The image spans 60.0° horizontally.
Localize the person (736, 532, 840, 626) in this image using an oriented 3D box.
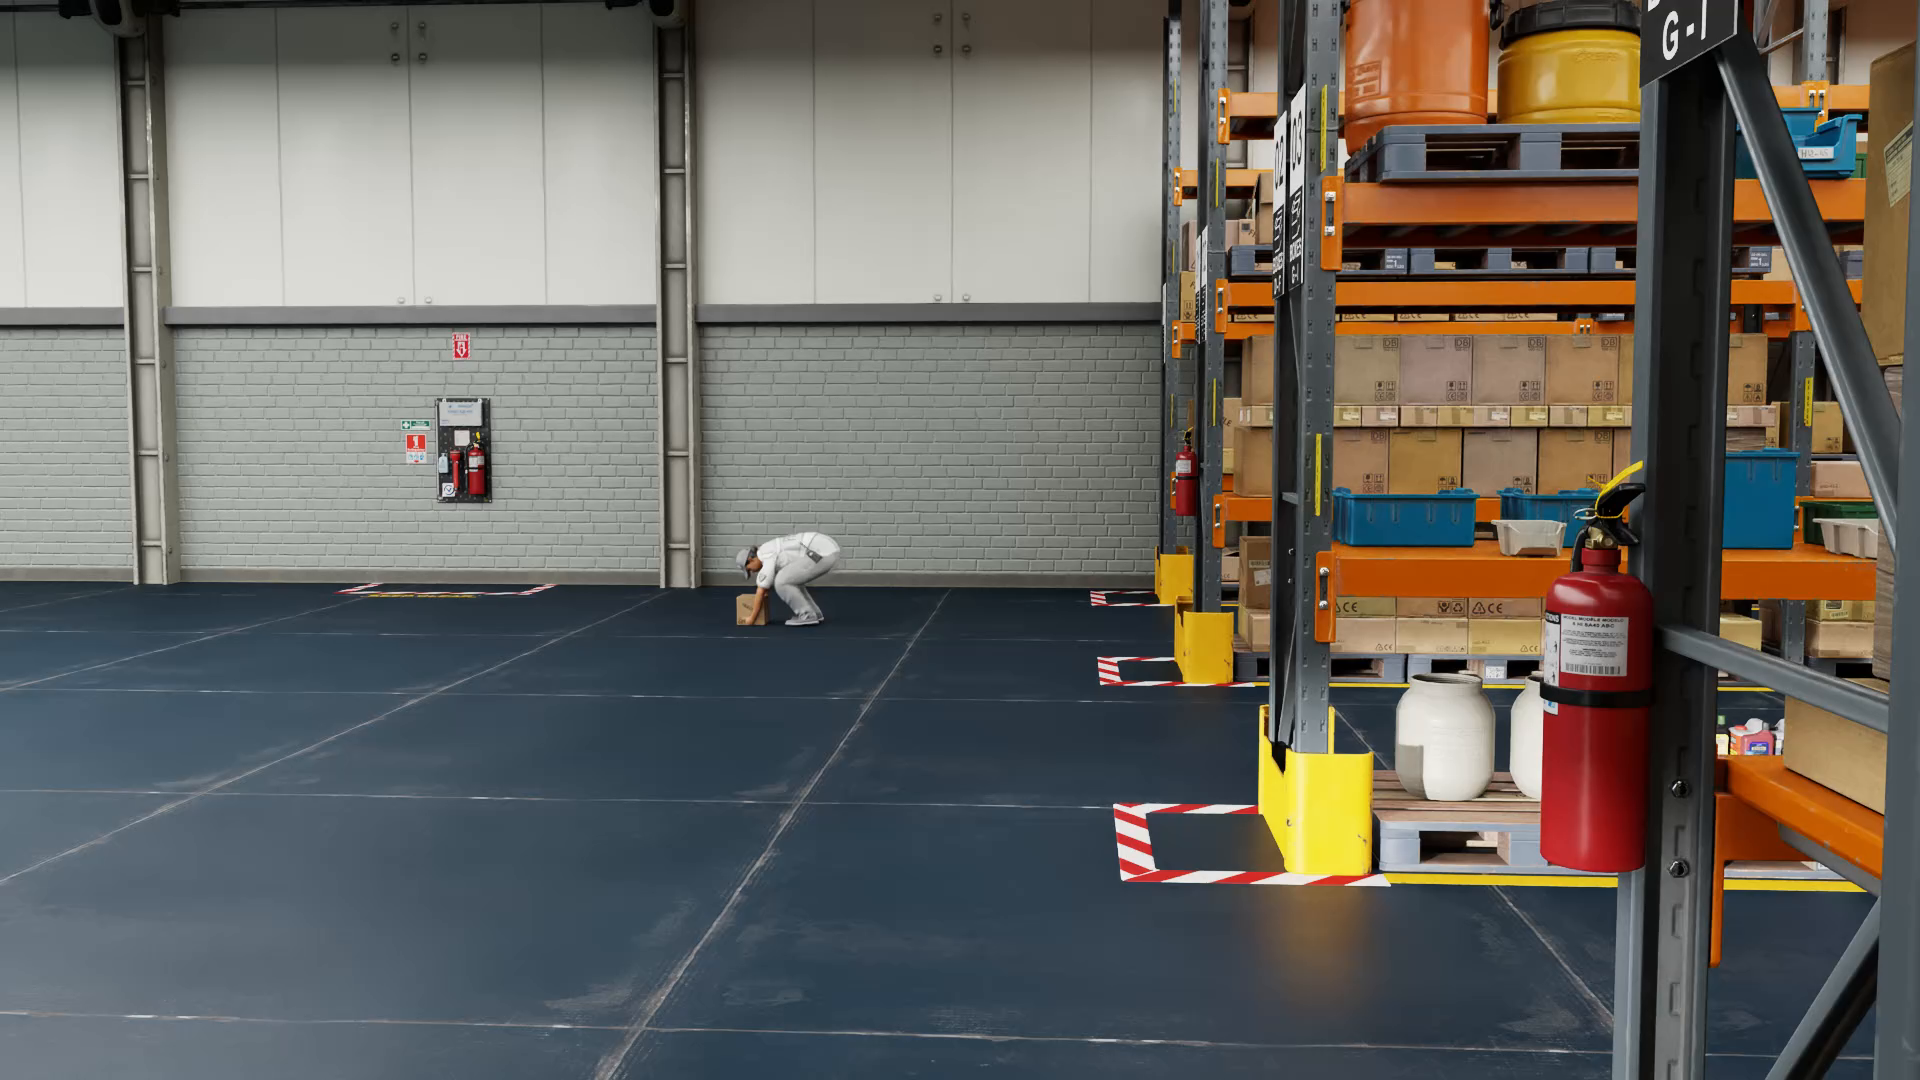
[{"bbox_3d":[-1.558,0.353,15.061,0.941,0.845,0.522,0,4,1],"label":"person"}]
